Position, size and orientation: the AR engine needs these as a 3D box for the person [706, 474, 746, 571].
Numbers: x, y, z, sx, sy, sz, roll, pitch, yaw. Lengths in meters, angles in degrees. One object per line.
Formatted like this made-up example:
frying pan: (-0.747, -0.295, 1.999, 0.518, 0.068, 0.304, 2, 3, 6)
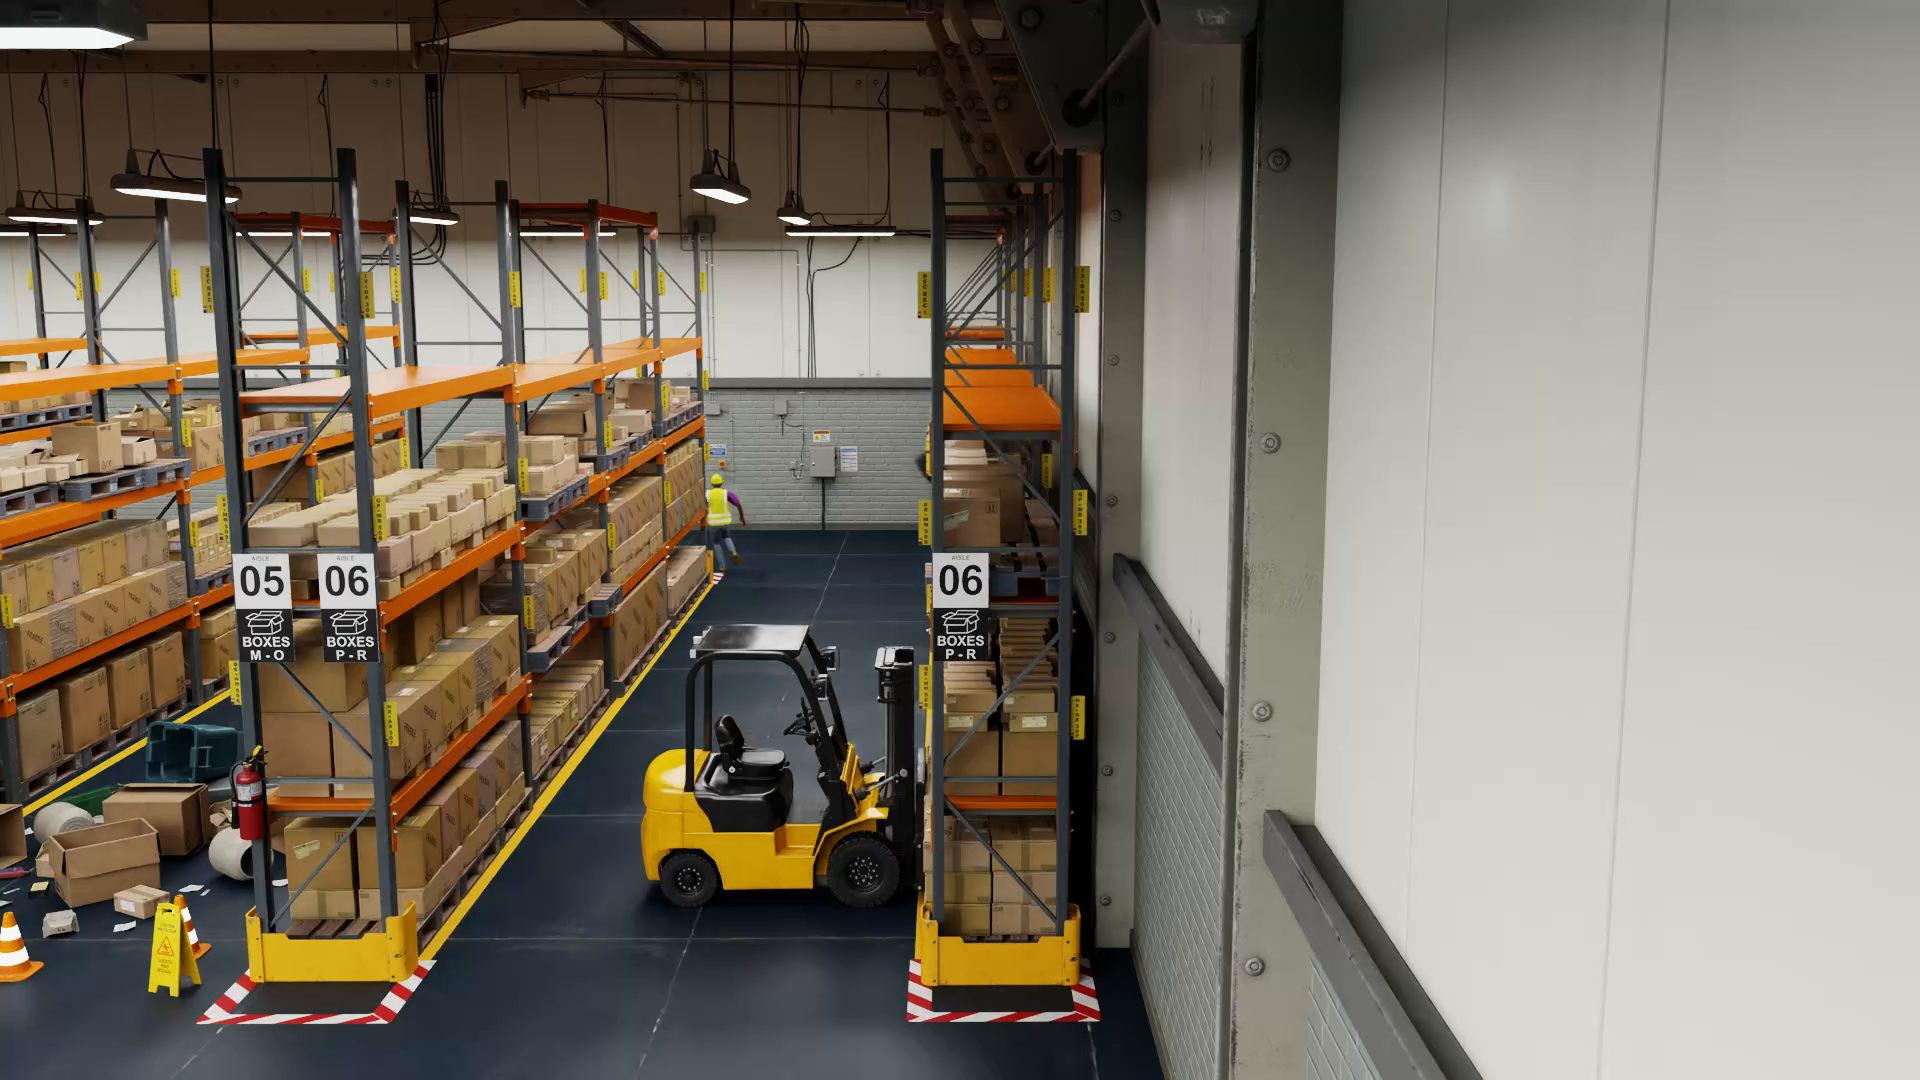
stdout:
person: (-4.179, -0.300, 29.017, 0.821, 1.719, 0.560, -3, 10, -20)
